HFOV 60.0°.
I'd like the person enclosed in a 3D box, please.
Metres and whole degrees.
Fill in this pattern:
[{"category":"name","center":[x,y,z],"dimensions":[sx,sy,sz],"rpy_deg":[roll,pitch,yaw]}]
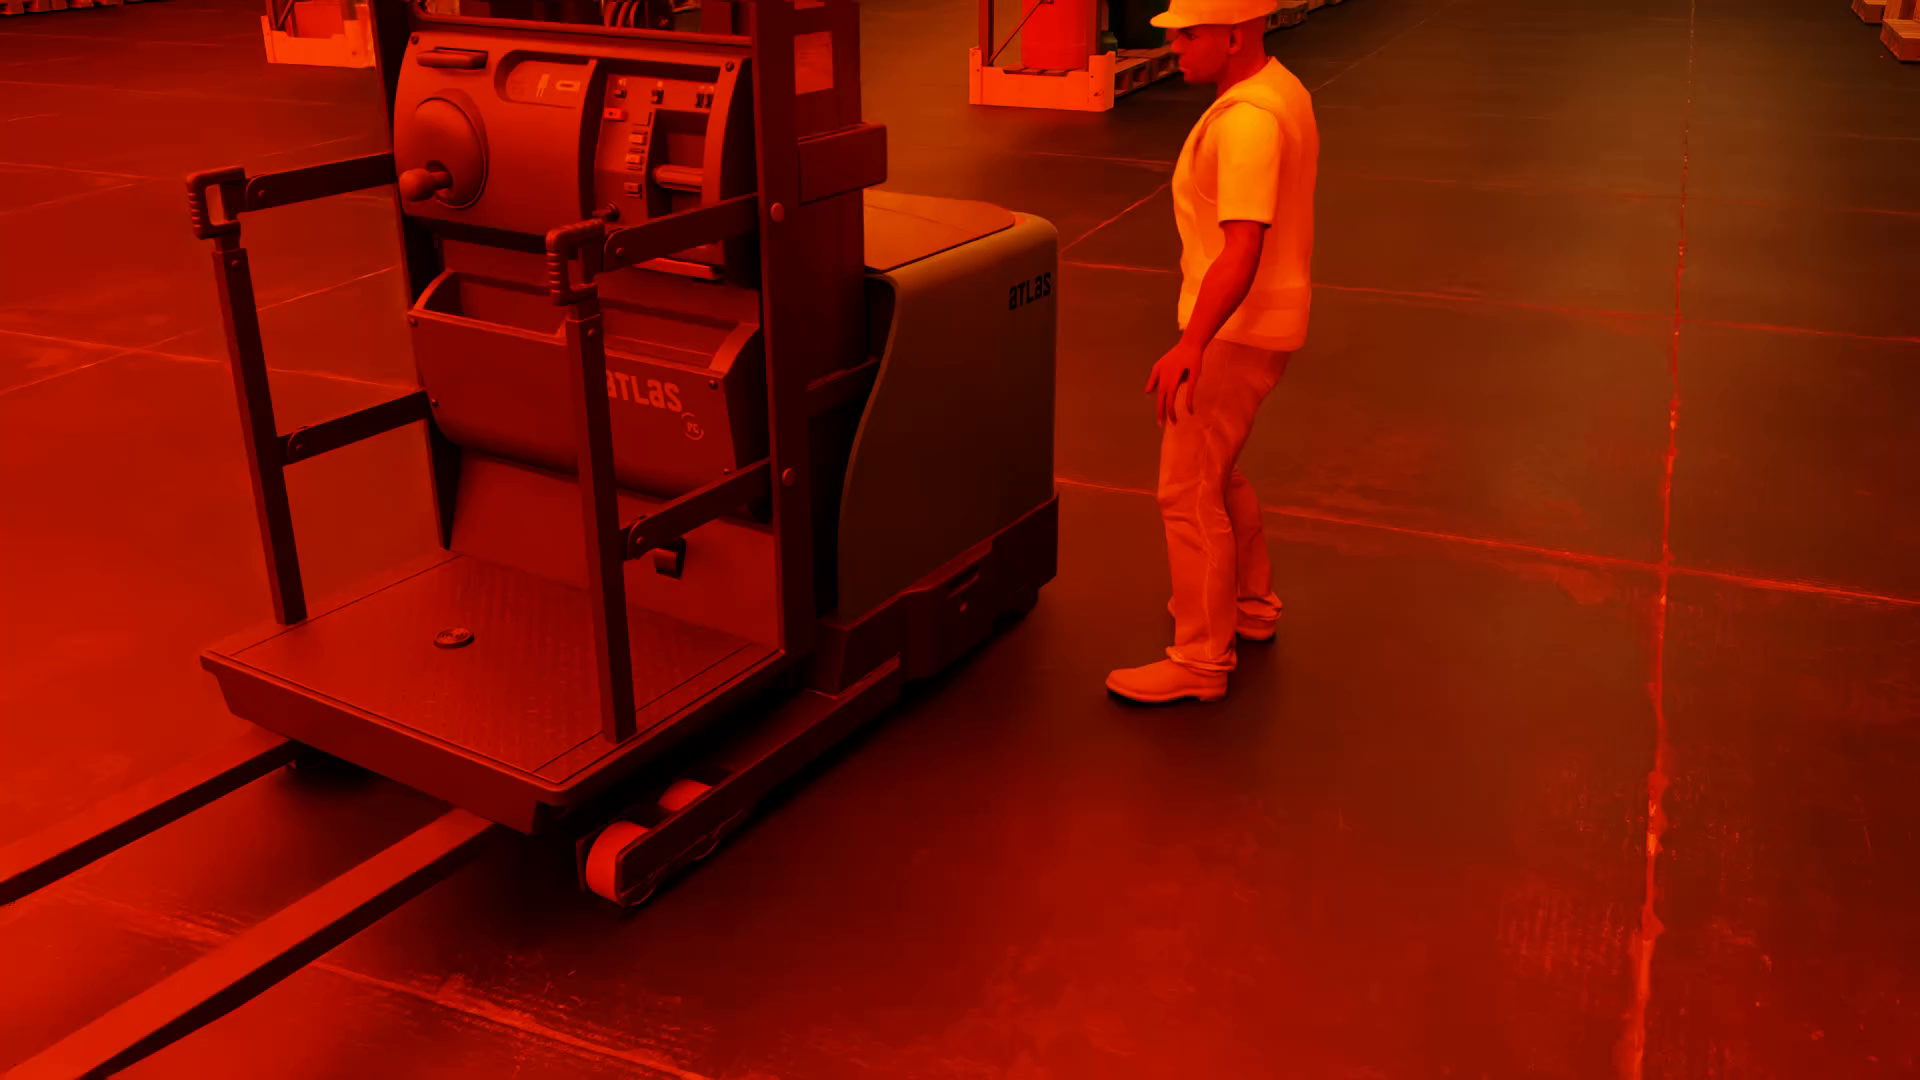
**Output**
[{"category":"person","center":[0.644,-0.527,4.099],"dimensions":[0.413,1.740,0.816],"rpy_deg":[6,23,13]}]

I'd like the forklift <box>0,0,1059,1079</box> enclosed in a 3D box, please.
[{"category":"forklift","center":[-0.939,-0.824,3.265],"dimensions":[1.130,2.935,3.031],"rpy_deg":[14,26,29]}]
